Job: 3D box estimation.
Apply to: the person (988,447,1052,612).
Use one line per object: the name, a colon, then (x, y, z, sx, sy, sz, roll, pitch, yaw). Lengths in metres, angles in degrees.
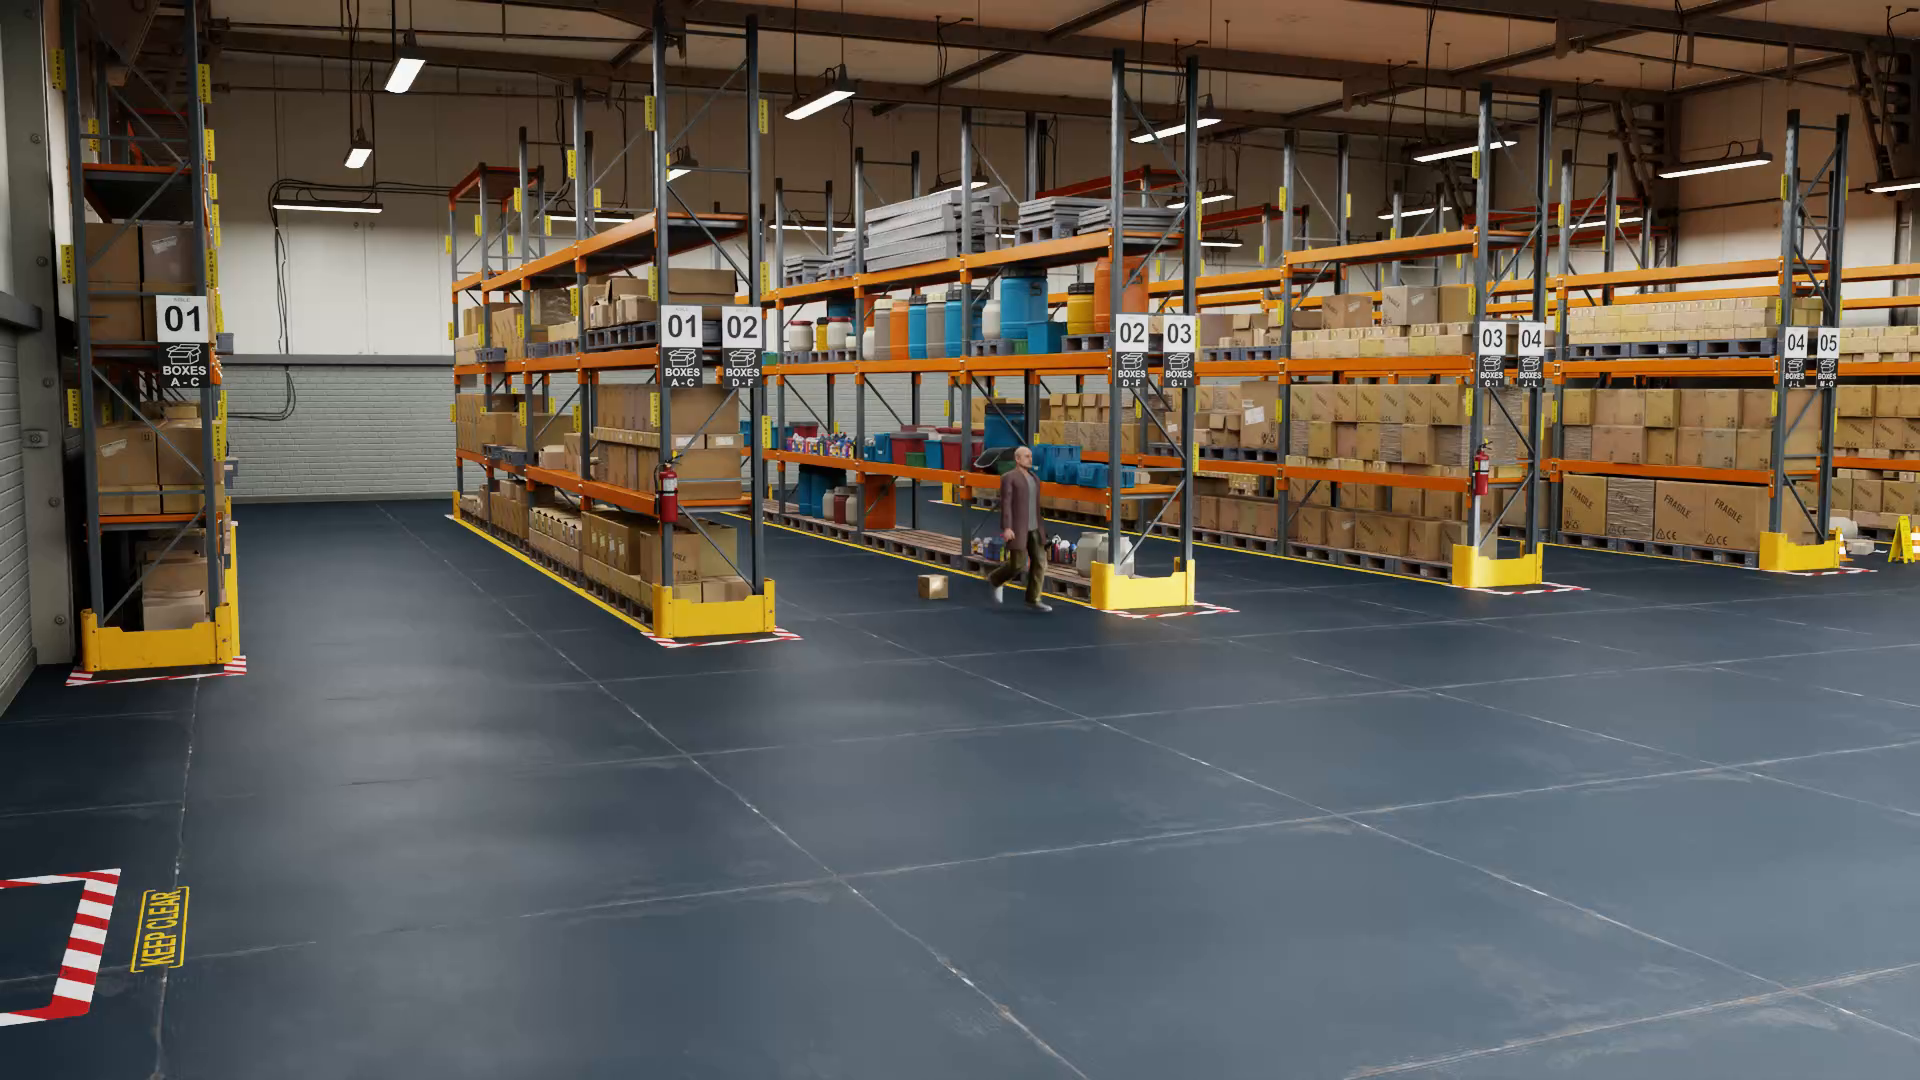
person: (0.645, -0.124, 17.862, 0.595, 1.756, 0.811, -4, 7, -37)
